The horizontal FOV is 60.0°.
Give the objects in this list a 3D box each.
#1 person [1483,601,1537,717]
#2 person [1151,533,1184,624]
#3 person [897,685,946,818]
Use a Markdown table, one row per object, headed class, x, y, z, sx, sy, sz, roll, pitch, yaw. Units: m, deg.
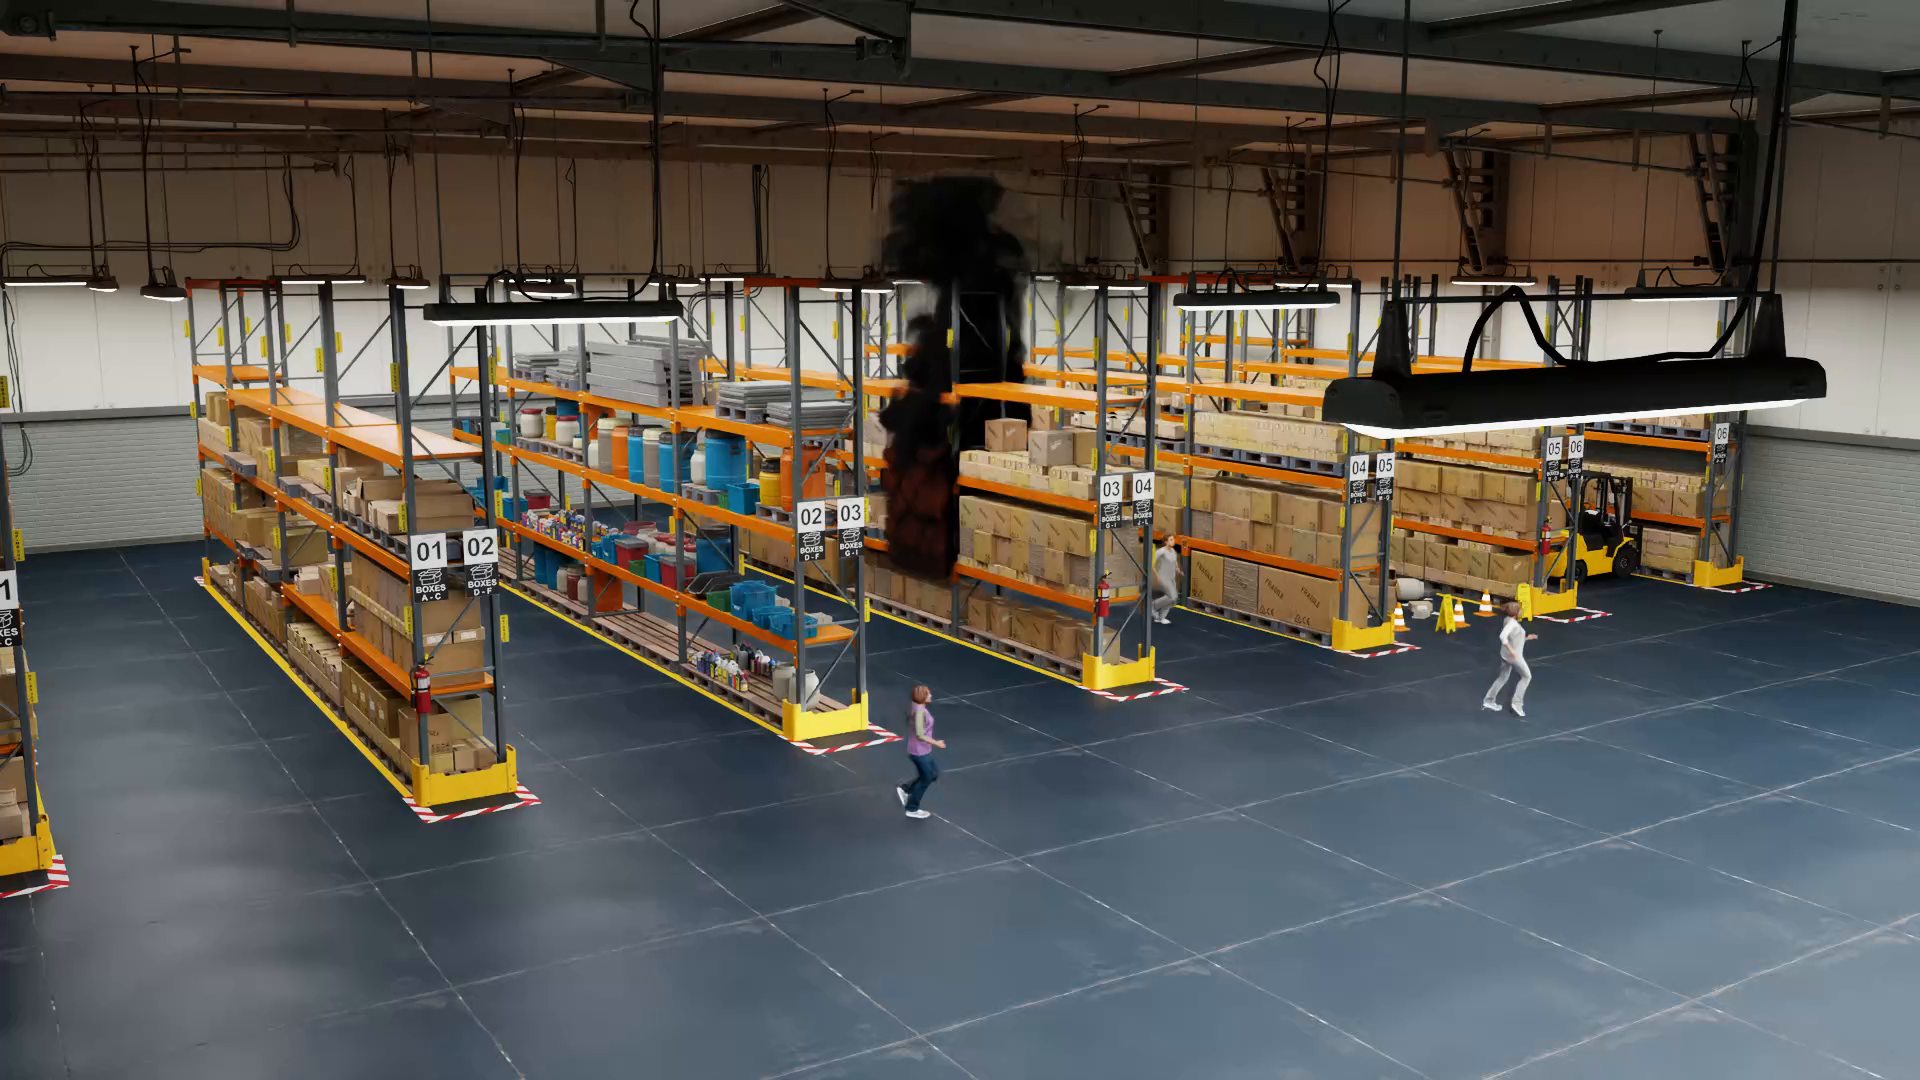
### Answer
| class | x | y | z | sx | sy | sz | roll | pitch | yaw |
| --- | --- | --- | --- | --- | --- | --- | --- | --- | --- |
| person | 7.722 | 1.668 | 23.286 | 0.703 | 1.639 | 0.503 | 0 | 10 | -2 |
| person | 3.634 | 0.679 | 29.109 | 0.550 | 1.620 | 0.593 | -9 | 13 | -44 |
| person | -0.440 | 2.408 | 19.011 | 0.560 | 1.557 | 0.584 | 0 | 10 | -3 |
